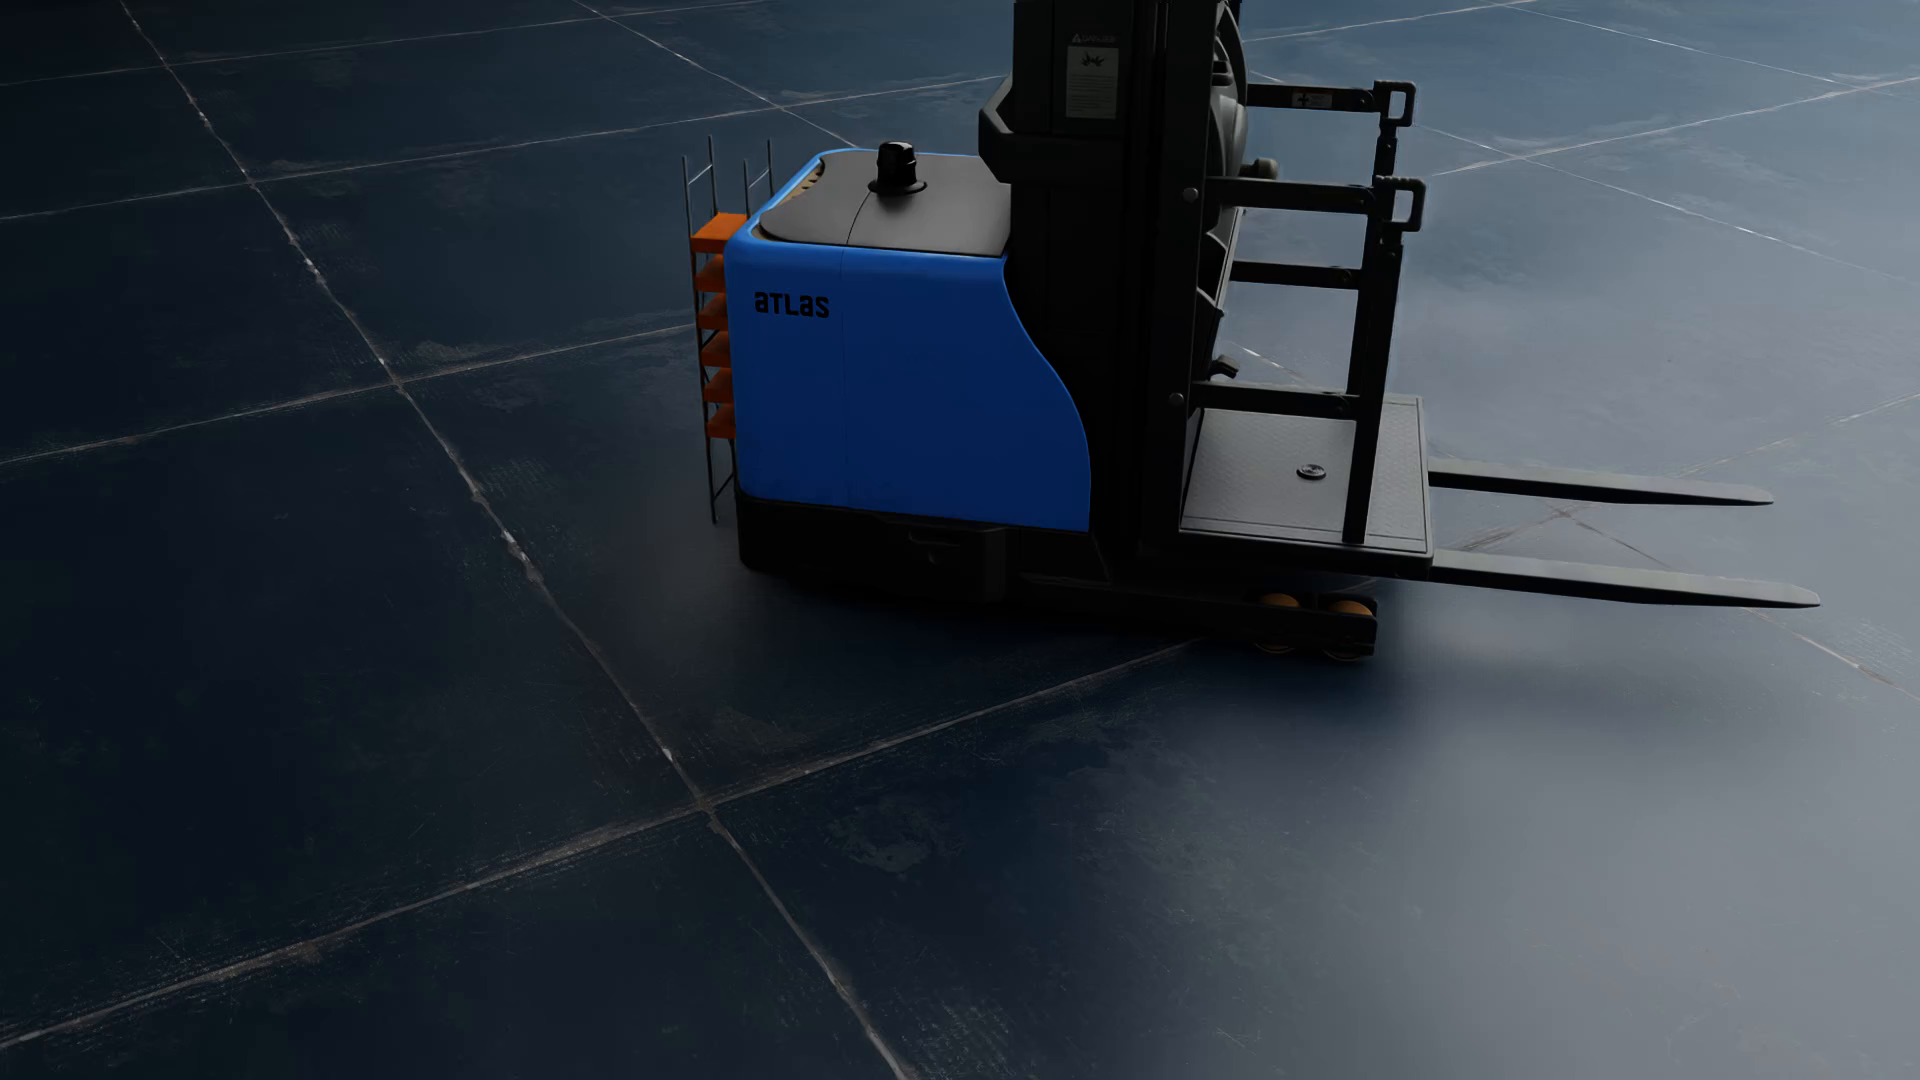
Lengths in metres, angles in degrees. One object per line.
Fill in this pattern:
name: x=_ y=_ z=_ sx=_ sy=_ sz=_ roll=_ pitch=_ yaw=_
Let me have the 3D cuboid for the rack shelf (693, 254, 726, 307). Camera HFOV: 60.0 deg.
rack shelf: x=-0.677 y=-0.789 z=5.034 sx=0.180 sy=0.103 sz=0.258 roll=6 pitch=29 yaw=11

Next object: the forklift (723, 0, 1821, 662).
forklift: x=0.908 y=-1.226 z=4.439 sx=3.031 sy=2.935 sz=1.130 roll=6 pitch=29 yaw=11

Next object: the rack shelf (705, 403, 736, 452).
rack shelf: x=-0.677 y=-0.369 z=5.266 sx=0.180 sy=0.103 sz=0.258 roll=6 pitch=29 yaw=11

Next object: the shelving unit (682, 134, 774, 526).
shelving unit: x=-0.677 y=-0.618 z=5.128 sx=0.189 sy=1.200 sz=0.258 roll=6 pitch=29 yaw=11

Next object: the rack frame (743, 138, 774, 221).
rack frame: x=-0.587 y=-0.609 z=5.111 sx=0.006 sy=1.200 sz=0.240 roll=6 pitch=29 yaw=11

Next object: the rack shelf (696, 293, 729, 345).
rack shelf: x=-0.677 y=-0.684 z=5.092 sx=0.180 sy=0.103 sz=0.258 roll=6 pitch=29 yaw=11

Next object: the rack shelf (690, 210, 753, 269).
rack shelf: x=-0.677 y=-0.894 z=4.976 sx=0.180 sy=0.103 sz=0.258 roll=6 pitch=29 yaw=11

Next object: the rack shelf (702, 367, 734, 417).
rack shelf: x=-0.677 y=-0.474 z=5.208 sx=0.180 sy=0.103 sz=0.258 roll=6 pitch=29 yaw=11

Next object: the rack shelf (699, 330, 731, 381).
rack shelf: x=-0.677 y=-0.579 z=5.150 sx=0.180 sy=0.103 sz=0.258 roll=6 pitch=29 yaw=11

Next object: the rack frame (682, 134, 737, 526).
rack frame: x=-0.766 y=-0.628 z=5.145 sx=0.006 sy=1.200 sz=0.240 roll=6 pitch=29 yaw=11
